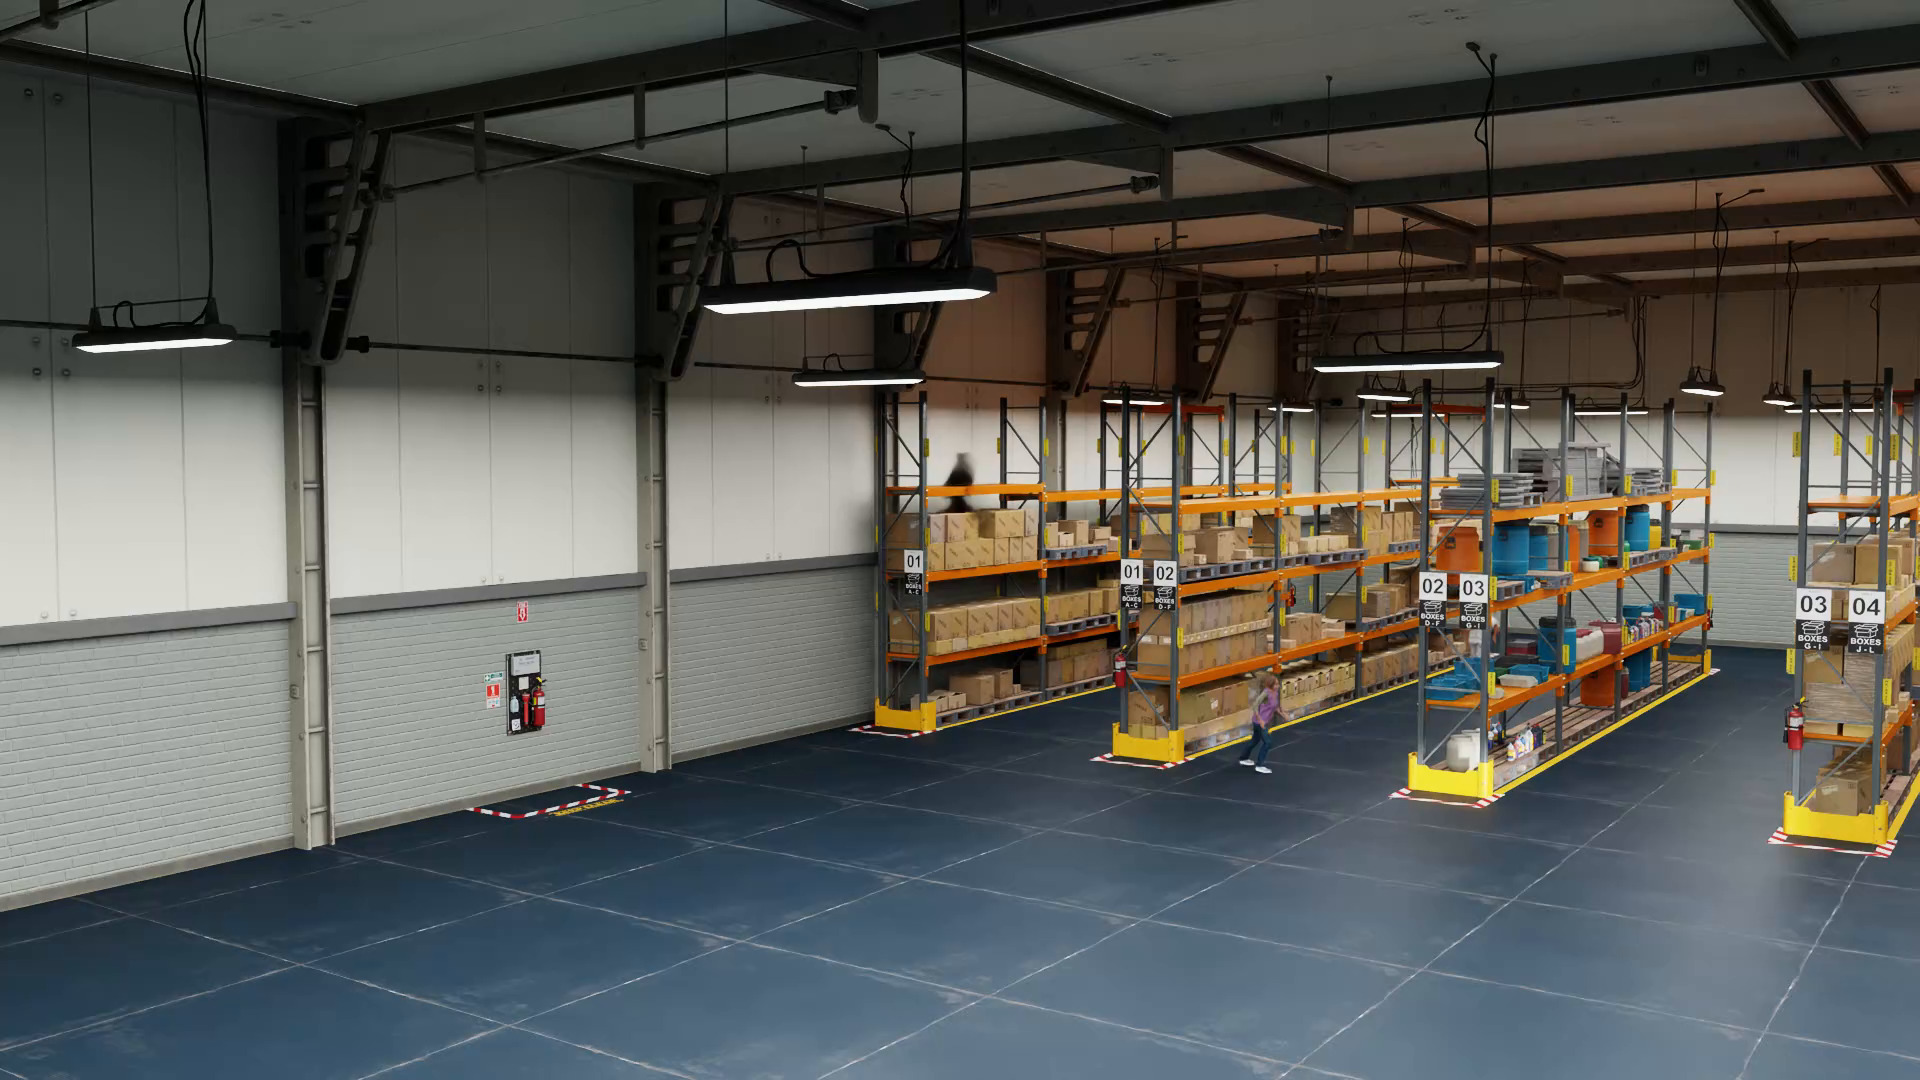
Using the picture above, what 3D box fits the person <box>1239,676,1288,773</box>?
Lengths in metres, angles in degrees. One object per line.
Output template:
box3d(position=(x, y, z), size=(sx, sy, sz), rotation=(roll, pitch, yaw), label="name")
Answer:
box3d(position=(4.666, 2.831, 25.697), size=(0.806, 1.518, 0.598), rotation=(2, 4, 30), label="person")

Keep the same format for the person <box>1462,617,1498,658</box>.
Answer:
box3d(position=(10.921, 2.181, 35.055), size=(0.675, 1.785, 0.805), rotation=(2, 4, 36), label="person")
